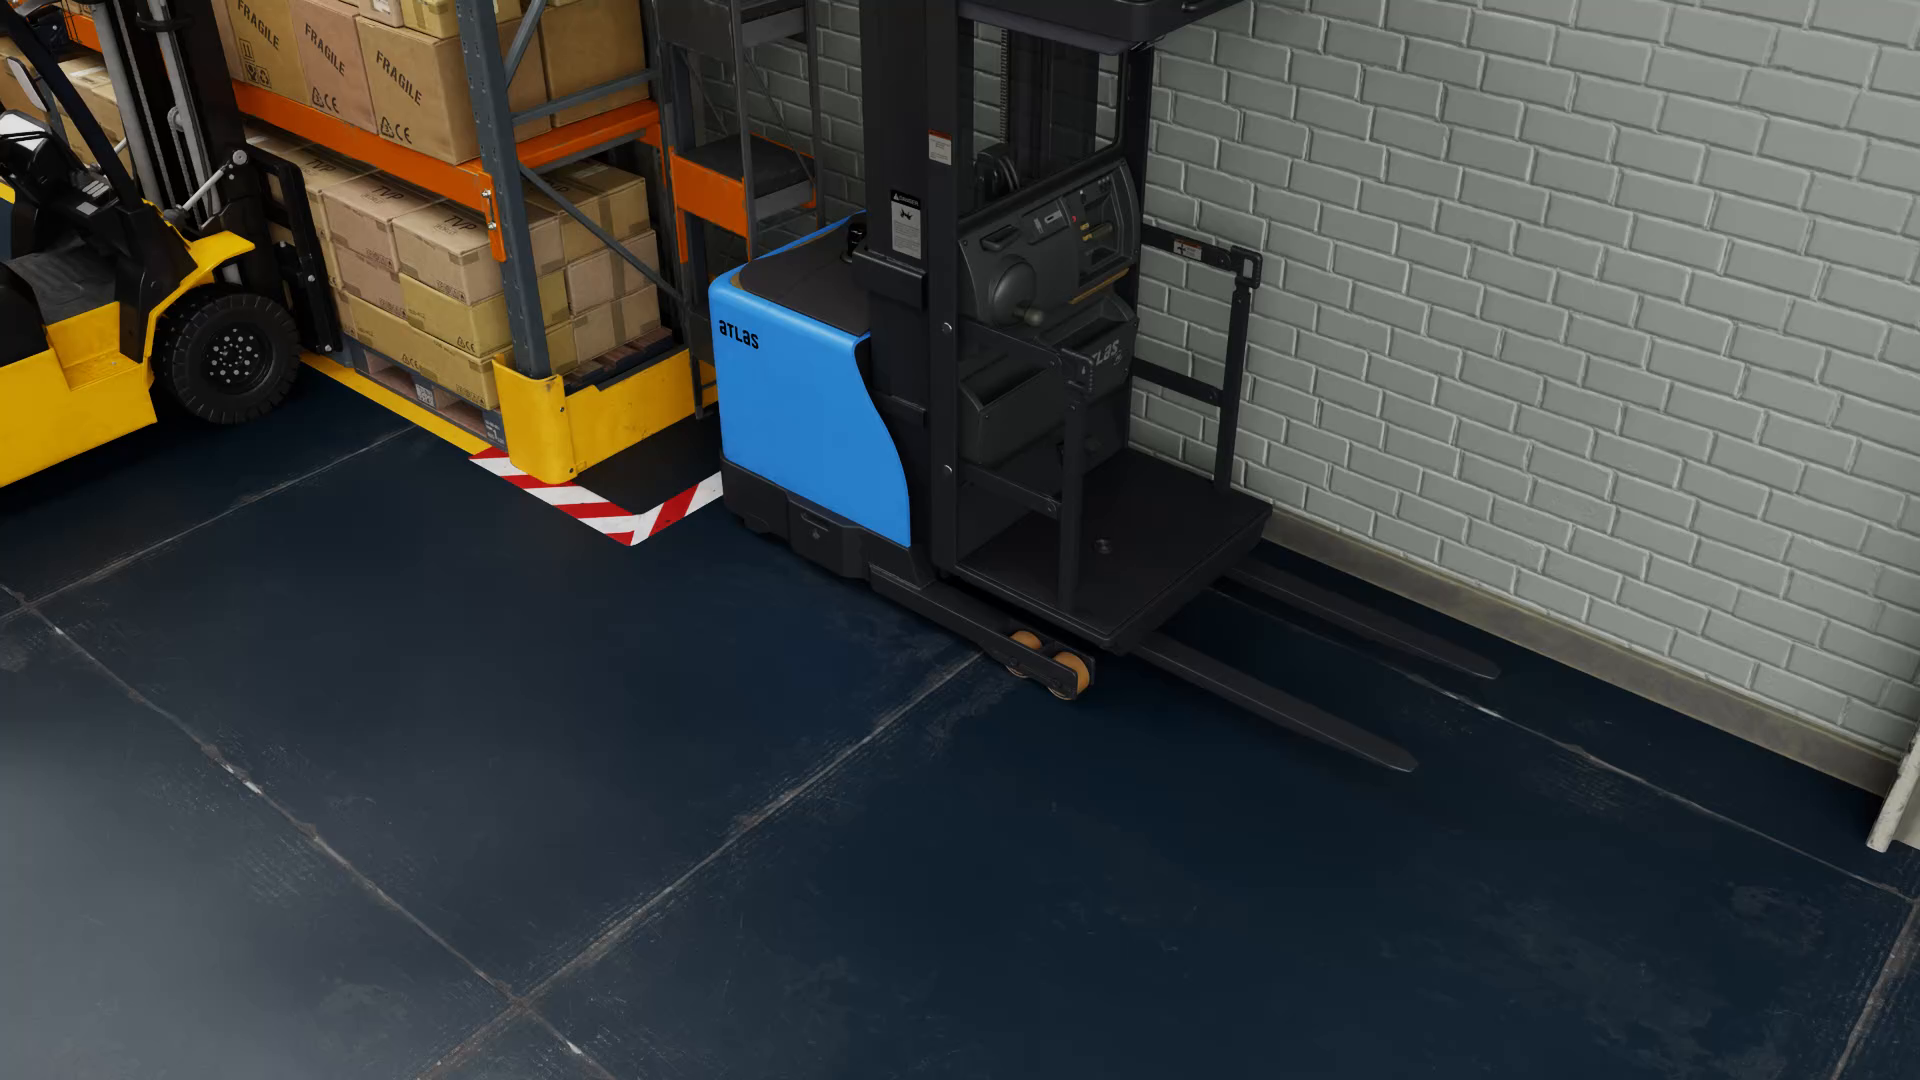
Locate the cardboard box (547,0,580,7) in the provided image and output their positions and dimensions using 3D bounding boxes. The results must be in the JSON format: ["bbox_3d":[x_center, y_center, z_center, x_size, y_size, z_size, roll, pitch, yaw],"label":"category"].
[{"bbox_3d":[-1.597,-2.328,6.829,0.250,0.149,0.380,24,41,31],"label":"cardboard box"}]

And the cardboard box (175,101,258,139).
[{"bbox_3d":[-3.629,-2.008,8.198,0.500,0.250,0.500,27,43,33],"label":"cardboard box"}]

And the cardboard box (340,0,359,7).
[{"bbox_3d":[-2.324,-2.296,6.782,0.250,0.149,0.380,26,42,33],"label":"cardboard box"}]

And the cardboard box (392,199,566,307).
[{"bbox_3d":[-2.056,-1.266,7.119,0.500,0.250,0.500,27,43,33],"label":"cardboard box"}]

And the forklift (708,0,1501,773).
[{"bbox_3d":[0.482,-0.980,5.588,3.031,2.935,1.130,25,42,32],"label":"forklift"}]

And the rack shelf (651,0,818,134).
[{"bbox_3d":[-0.879,-1.960,6.537,0.480,0.518,0.431,29,44,35],"label":"rack shelf"}]

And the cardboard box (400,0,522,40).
[{"bbox_3d":[-1.948,-2.096,6.491,0.250,0.149,0.380,26,42,32],"label":"cardboard box"}]

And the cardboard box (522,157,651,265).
[{"bbox_3d":[-1.751,-1.492,7.447,0.500,0.250,0.500,25,41,31],"label":"cardboard box"}]

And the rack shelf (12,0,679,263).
[{"bbox_3d":[-3.040,-2.211,7.956,4.000,0.370,1.077,25,42,32],"label":"rack shelf"}]

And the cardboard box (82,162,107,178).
[{"bbox_3d":[-4.417,-1.953,9.002,0.500,0.250,0.500,26,42,32],"label":"cardboard box"}]

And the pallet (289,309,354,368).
[{"bbox_3d":[-3.050,-1.335,8.507,1.213,0.211,1.003,25,42,32],"label":"pallet"}]

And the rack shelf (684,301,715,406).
[{"bbox_3d":[-0.879,-0.806,7.330,0.480,0.518,0.431,29,44,35],"label":"rack shelf"}]

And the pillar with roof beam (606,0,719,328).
[{"bbox_3d":[-4.215,-3.028,3.210,0.400,9.000,9.100,25,42,32],"label":"pillar with roof beam"}]

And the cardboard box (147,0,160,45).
[{"bbox_3d":[-3.602,-2.635,7.849,0.500,0.500,0.500,25,42,31],"label":"cardboard box"}]

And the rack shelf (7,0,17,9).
[{"bbox_3d":[-6.114,-3.660,10.065,4.000,0.370,1.077,25,42,32],"label":"rack shelf"}]

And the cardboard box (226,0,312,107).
[{"bbox_3d":[-2.836,-2.266,7.312,0.500,0.500,0.500,24,41,31],"label":"cardboard box"}]

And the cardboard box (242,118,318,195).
[{"bbox_3d":[-3.231,-1.814,7.916,0.500,0.250,0.500,24,41,31],"label":"cardboard box"}]

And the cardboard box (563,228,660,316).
[{"bbox_3d":[-1.731,-1.290,7.595,0.500,0.250,0.500,26,42,33],"label":"cardboard box"}]

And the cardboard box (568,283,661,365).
[{"bbox_3d":[-1.755,-1.086,7.740,0.500,0.250,0.500,25,42,32],"label":"cardboard box"}]

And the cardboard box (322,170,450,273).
[{"bbox_3d":[-2.452,-1.449,7.385,0.500,0.250,0.500,26,42,33],"label":"cardboard box"}]

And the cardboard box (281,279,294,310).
[{"bbox_3d":[-3.234,-1.404,8.202,0.500,0.250,0.500,27,43,33],"label":"cardboard box"}]

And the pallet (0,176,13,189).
[{"bbox_3d":[-5.168,-2.333,9.960,1.213,0.211,1.003,25,42,32],"label":"pallet"}]

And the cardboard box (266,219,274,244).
[{"bbox_3d":[-3.248,-1.616,8.070,0.500,0.250,0.500,25,42,32],"label":"cardboard box"}]

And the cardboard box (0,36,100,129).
[{"bbox_3d":[-4.985,-2.611,9.628,0.625,0.625,0.875,27,43,34],"label":"cardboard box"}]

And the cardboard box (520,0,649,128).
[{"bbox_3d":[-1.706,-2.125,7.106,0.500,0.500,0.500,27,43,33],"label":"cardboard box"}]

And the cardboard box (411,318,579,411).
[{"bbox_3d":[-2.066,-0.856,7.404,0.500,0.250,0.500,26,42,32],"label":"cardboard box"}]

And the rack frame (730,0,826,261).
[{"bbox_3d":[-0.705,-1.298,6.785,0.015,2.100,0.400,29,44,35],"label":"rack frame"}]

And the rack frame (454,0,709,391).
[{"bbox_3d":[-1.503,-1.783,6.697,0.127,3.000,1.000,25,42,32],"label":"rack frame"}]

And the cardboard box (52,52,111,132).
[{"bbox_3d":[-4.406,-2.372,8.729,0.500,0.250,0.500,25,41,31],"label":"cardboard box"}]

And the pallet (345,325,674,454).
[{"bbox_3d":[-2.117,-0.893,7.863,1.213,0.211,1.003,25,42,32],"label":"pallet"}]

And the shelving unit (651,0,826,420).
[{"bbox_3d":[-0.879,-1.395,6.926,0.503,2.100,0.431,29,44,35],"label":"shelving unit"}]

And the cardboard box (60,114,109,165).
[{"bbox_3d":[-4.402,-2.169,8.874,0.500,0.250,0.500,25,42,32],"label":"cardboard box"}]

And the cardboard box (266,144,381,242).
[{"bbox_3d":[-2.846,-1.627,7.644,0.500,0.250,0.500,26,42,32],"label":"cardboard box"}]

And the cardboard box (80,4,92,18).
[{"bbox_3d":[-3.992,-2.818,8.115,0.500,0.500,0.500,26,42,33],"label":"cardboard box"}]

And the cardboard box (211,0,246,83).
[{"bbox_3d":[-3.229,-2.443,7.570,0.500,0.500,0.500,26,42,32],"label":"cardboard box"}]

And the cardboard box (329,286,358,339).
[{"bbox_3d":[-2.821,-1.225,7.942,0.500,0.250,0.500,26,42,32],"label":"cardboard box"}]

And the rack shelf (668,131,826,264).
[{"bbox_3d":[-0.879,-1.383,6.933,0.480,0.518,0.431,29,44,35],"label":"rack shelf"}]

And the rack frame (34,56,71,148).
[{"bbox_3d":[-4.577,-3.232,8.807,0.127,3.000,1.000,25,42,32],"label":"rack frame"}]

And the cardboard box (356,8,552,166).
[{"bbox_3d":[-2.049,-1.889,6.762,0.500,0.500,0.500,24,41,31],"label":"cardboard box"}]

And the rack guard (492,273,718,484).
[{"bbox_3d":[-1.484,-0.744,7.392,0.348,0.500,1.175,25,42,32],"label":"rack guard"}]

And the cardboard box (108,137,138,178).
[{"bbox_3d":[-4.014,-1.987,8.610,0.500,0.250,0.500,25,42,32],"label":"cardboard box"}]

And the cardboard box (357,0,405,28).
[{"bbox_3d":[-2.164,-2.175,6.607,0.250,0.149,0.380,26,42,33],"label":"cardboard box"}]

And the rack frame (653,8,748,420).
[{"bbox_3d":[-1.054,-1.491,7.066,0.015,2.100,0.400,29,44,35],"label":"rack frame"}]

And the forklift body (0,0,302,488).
[{"bbox_3d":[-4.127,-1.327,6.782,1.214,2.155,2.313,25,42,32],"label":"forklift body"}]

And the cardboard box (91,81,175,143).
[{"bbox_3d":[-4.019,-2.183,8.453,0.500,0.250,0.500,25,42,32],"label":"cardboard box"}]

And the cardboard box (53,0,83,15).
[{"bbox_3d":[-4.403,-2.999,8.379,0.500,0.500,0.500,24,41,31],"label":"cardboard box"}]

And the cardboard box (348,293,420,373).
[{"bbox_3d":[-2.442,-1.040,7.673,0.500,0.250,0.500,25,42,32],"label":"cardboard box"}]

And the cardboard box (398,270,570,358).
[{"bbox_3d":[-2.077,-1.069,7.274,0.500,0.250,0.500,25,41,31],"label":"cardboard box"}]

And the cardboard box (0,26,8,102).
[{"bbox_3d":[-5.576,-2.895,10.043,0.625,0.625,0.875,25,42,31],"label":"cardboard box"}]

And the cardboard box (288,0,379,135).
[{"bbox_3d":[-2.442,-2.081,7.042,0.500,0.500,0.500,27,43,33],"label":"cardboard box"}]

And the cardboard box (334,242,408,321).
[{"bbox_3d":[-2.455,-1.256,7.545,0.500,0.250,0.500,25,42,31],"label":"cardboard box"}]

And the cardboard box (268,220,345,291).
[{"bbox_3d":[-2.865,-1.434,7.804,0.500,0.250,0.500,24,41,31],"label":"cardboard box"}]
